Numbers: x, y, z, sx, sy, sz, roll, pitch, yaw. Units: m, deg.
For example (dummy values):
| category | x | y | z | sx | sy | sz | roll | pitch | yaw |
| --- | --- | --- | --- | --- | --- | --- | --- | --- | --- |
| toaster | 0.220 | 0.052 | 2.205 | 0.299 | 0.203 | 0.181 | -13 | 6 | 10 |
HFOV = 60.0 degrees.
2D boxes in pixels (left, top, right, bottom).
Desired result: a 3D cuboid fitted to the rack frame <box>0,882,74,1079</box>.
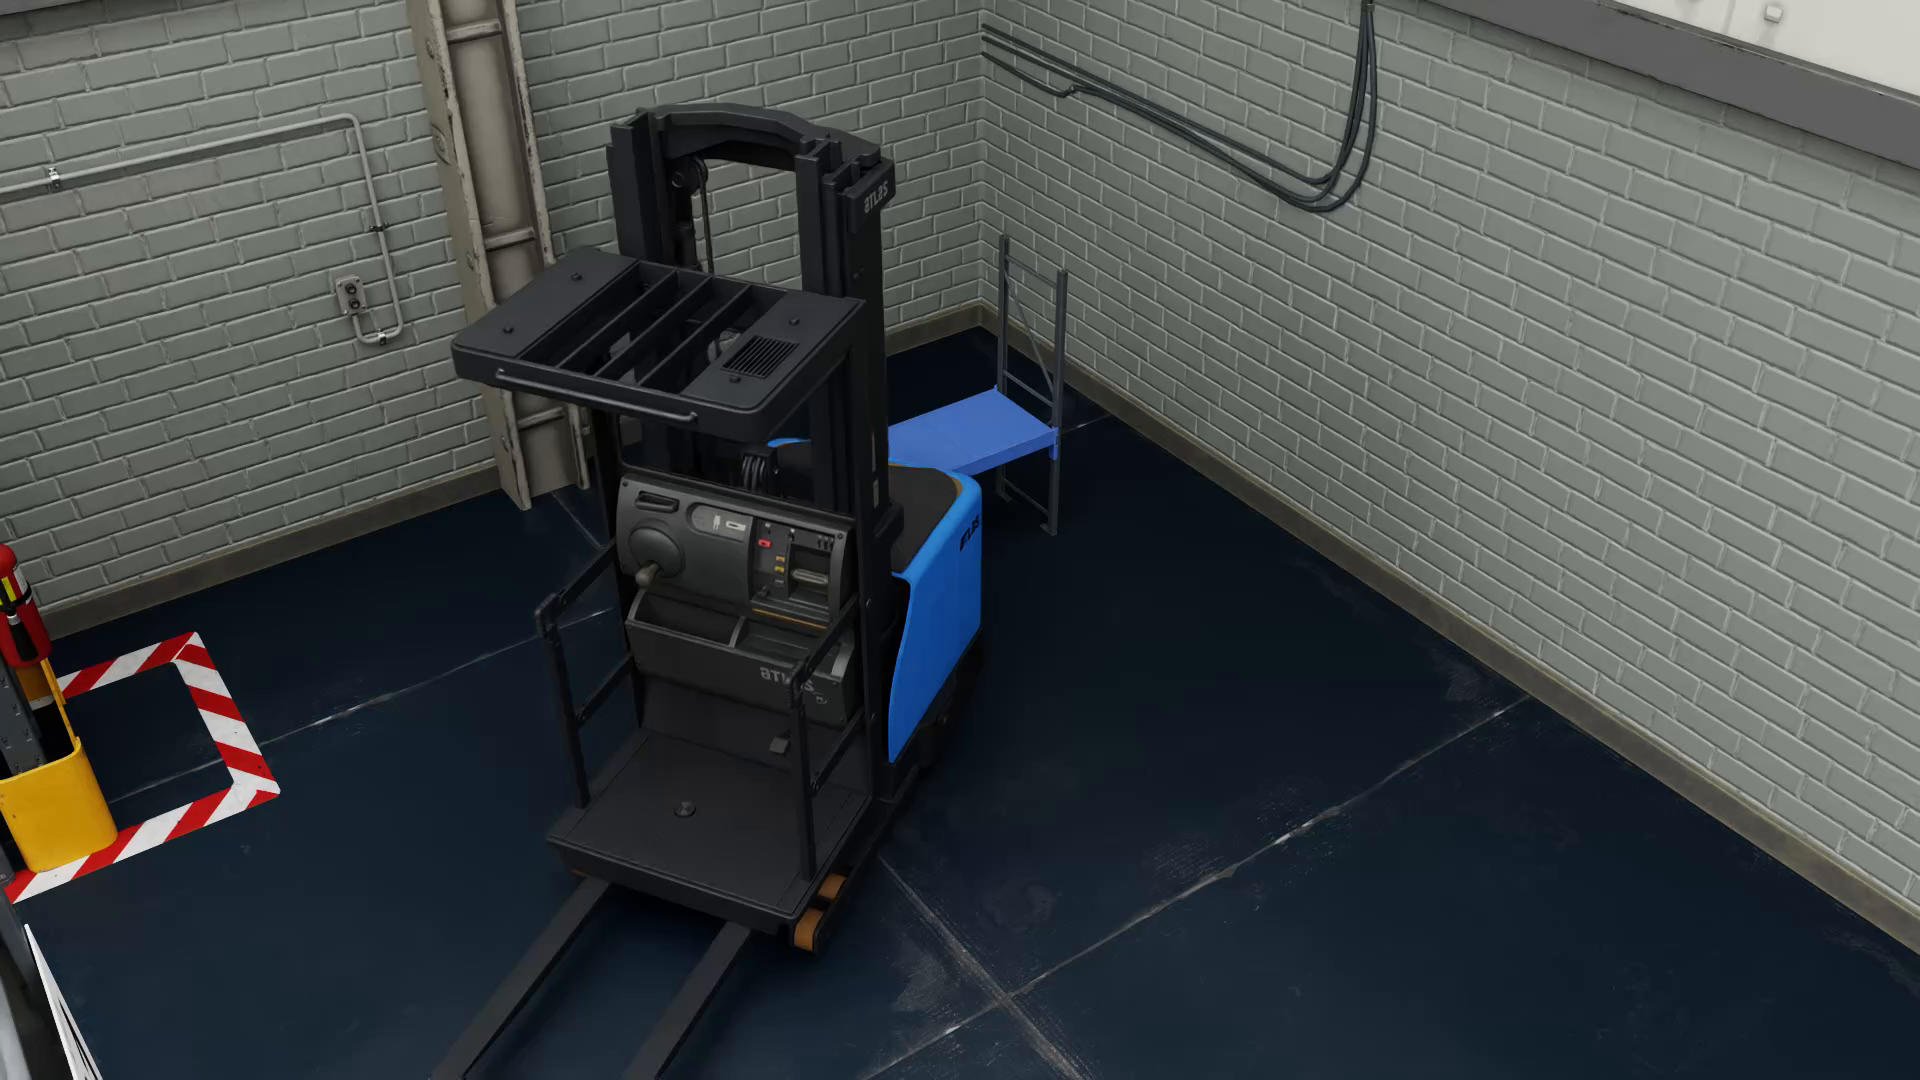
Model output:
| category | x | y | z | sx | sy | sz | roll | pitch | yaw |
| --- | --- | --- | --- | --- | --- | --- | --- | --- | --- |
| rack frame | -1.088 | -0.262 | 1.221 | 0.127 | 3.000 | 1.000 | -22 | 41 | -28 |

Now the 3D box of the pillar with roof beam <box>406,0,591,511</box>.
| category | x | y | z | sx | sy | sz | roll | pitch | yaw |
| --- | --- | --- | --- | --- | --- | --- | --- | --- | --- |
| pillar with roof beam | 0.244 | -1.891 | 3.486 | 0.400 | 9.000 | 9.100 | -22 | 41 | -28 |

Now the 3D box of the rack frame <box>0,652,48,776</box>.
| category | x | y | z | sx | sy | sz | roll | pitch | yaw |
| --- | --- | --- | --- | --- | --- | --- | --- | --- | --- |
| rack frame | -3.945 | -0.189 | 6.258 | 0.127 | 3.000 | 1.000 | -22 | 41 | -28 |

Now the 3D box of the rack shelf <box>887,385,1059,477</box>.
| category | x | y | z | sx | sy | sz | roll | pitch | yaw |
| --- | --- | --- | --- | --- | --- | --- | --- | --- | --- |
| rack shelf | -0.070 | -0.434 | 8.191 | 1.000 | 0.185 | 0.538 | -22 | 41 | -28 |

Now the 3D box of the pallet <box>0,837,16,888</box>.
| category | x | y | z | sx | sy | sz | roll | pitch | yaw |
| --- | --- | --- | --- | --- | --- | --- | --- | --- | --- |
| pallet | -4.553 | 1.249 | 6.646 | 1.213 | 0.211 | 1.003 | -22 | 41 | -28 |

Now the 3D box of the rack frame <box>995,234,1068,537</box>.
| category | x | y | z | sx | sy | sz | roll | pitch | yaw |
| --- | --- | --- | --- | --- | --- | --- | --- | --- | --- |
| rack frame | 0.346 | -0.751 | 8.323 | 0.032 | 1.500 | 0.500 | -22 | 41 | -28 |

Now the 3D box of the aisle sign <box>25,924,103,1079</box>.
| category | x | y | z | sx | sy | sz | roll | pitch | yaw |
| --- | --- | --- | --- | --- | --- | --- | --- | --- | --- |
| aisle sign | -1.201 | 0.955 | 2.440 | 0.004 | 0.787 | 0.394 | -22 | 41 | -28 |

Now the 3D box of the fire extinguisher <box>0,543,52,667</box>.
| category | x | y | z | sx | sy | sz | roll | pitch | yaw |
| --- | --- | --- | --- | --- | --- | --- | --- | --- | --- |
| fire extinguisher | -3.556 | 0.163 | 6.154 | 0.183 | 0.674 | 0.296 | -22 | 41 | -28 |

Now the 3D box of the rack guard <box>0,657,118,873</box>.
| category | x | y | z | sx | sy | sz | roll | pitch | yaw |
| --- | --- | --- | --- | --- | --- | --- | --- | --- | --- |
| rack guard | -3.925 | 0.817 | 6.999 | 0.348 | 0.500 | 1.175 | -22 | 41 | -28 |

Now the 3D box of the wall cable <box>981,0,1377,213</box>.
| category | x | y | z | sx | sy | sz | roll | pitch | yaw |
| --- | --- | --- | --- | --- | --- | --- | --- | --- | --- |
| wall cable | 0.884 | -3.096 | 7.821 | 0.112 | 2.526 | 3.097 | -22 | 41 | -28 |

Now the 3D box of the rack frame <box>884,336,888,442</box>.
| category | x | y | z | sx | sy | sz | roll | pitch | yaw |
| --- | --- | --- | --- | --- | --- | --- | --- | --- | --- |
| rack frame | -0.485 | -0.409 | 7.848 | 0.032 | 1.500 | 0.500 | -22 | 41 | -28 |

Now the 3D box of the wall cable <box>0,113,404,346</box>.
| category | x | y | z | sx | sy | sz | roll | pitch | yaw |
| --- | --- | --- | --- | --- | --- | --- | --- | --- | --- |
| wall cable | -3.443 | -1.484 | 7.188 | 1.851 | 1.984 | 0.084 | -22 | 41 | -28 |

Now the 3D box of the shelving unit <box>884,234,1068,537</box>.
| category | x | y | z | sx | sy | sz | roll | pitch | yaw |
| --- | --- | --- | --- | --- | --- | --- | --- | --- | --- |
| shelving unit | -0.070 | -0.580 | 8.086 | 1.048 | 1.500 | 0.538 | -22 | 41 | -28 |

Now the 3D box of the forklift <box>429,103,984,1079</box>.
| category | x | y | z | sx | sy | sz | roll | pitch | yaw |
| --- | --- | --- | --- | --- | --- | --- | --- | --- | --- |
| forklift | -0.919 | 0.103 | 5.910 | 1.130 | 2.935 | 3.031 | 13 | 38 | 18 |
